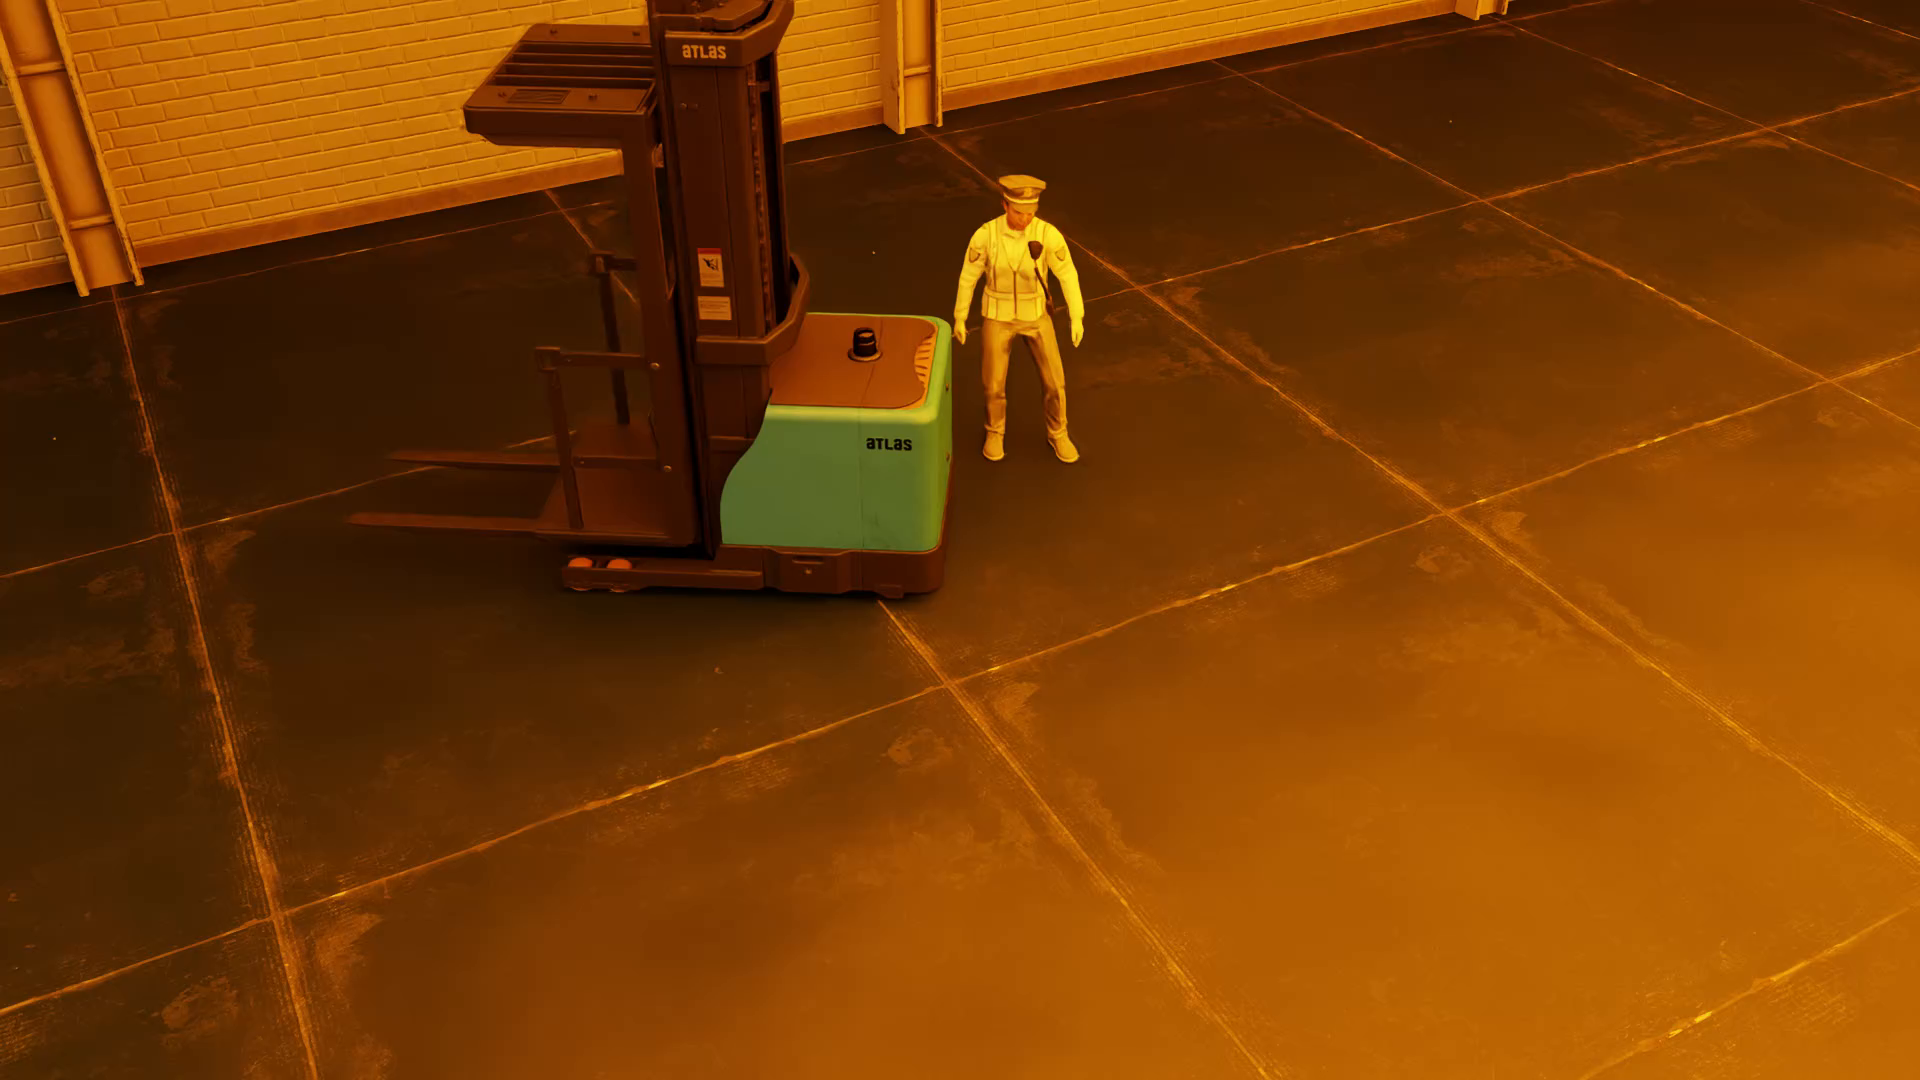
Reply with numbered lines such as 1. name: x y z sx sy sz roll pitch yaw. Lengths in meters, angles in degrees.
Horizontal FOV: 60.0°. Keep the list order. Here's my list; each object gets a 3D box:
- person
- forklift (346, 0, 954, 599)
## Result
1. person: 0.316 -1.180 8.912 0.699 1.644 0.332 1 35 1
2. forklift: -1.571 -1.236 7.872 3.031 2.935 1.130 2 35 3
